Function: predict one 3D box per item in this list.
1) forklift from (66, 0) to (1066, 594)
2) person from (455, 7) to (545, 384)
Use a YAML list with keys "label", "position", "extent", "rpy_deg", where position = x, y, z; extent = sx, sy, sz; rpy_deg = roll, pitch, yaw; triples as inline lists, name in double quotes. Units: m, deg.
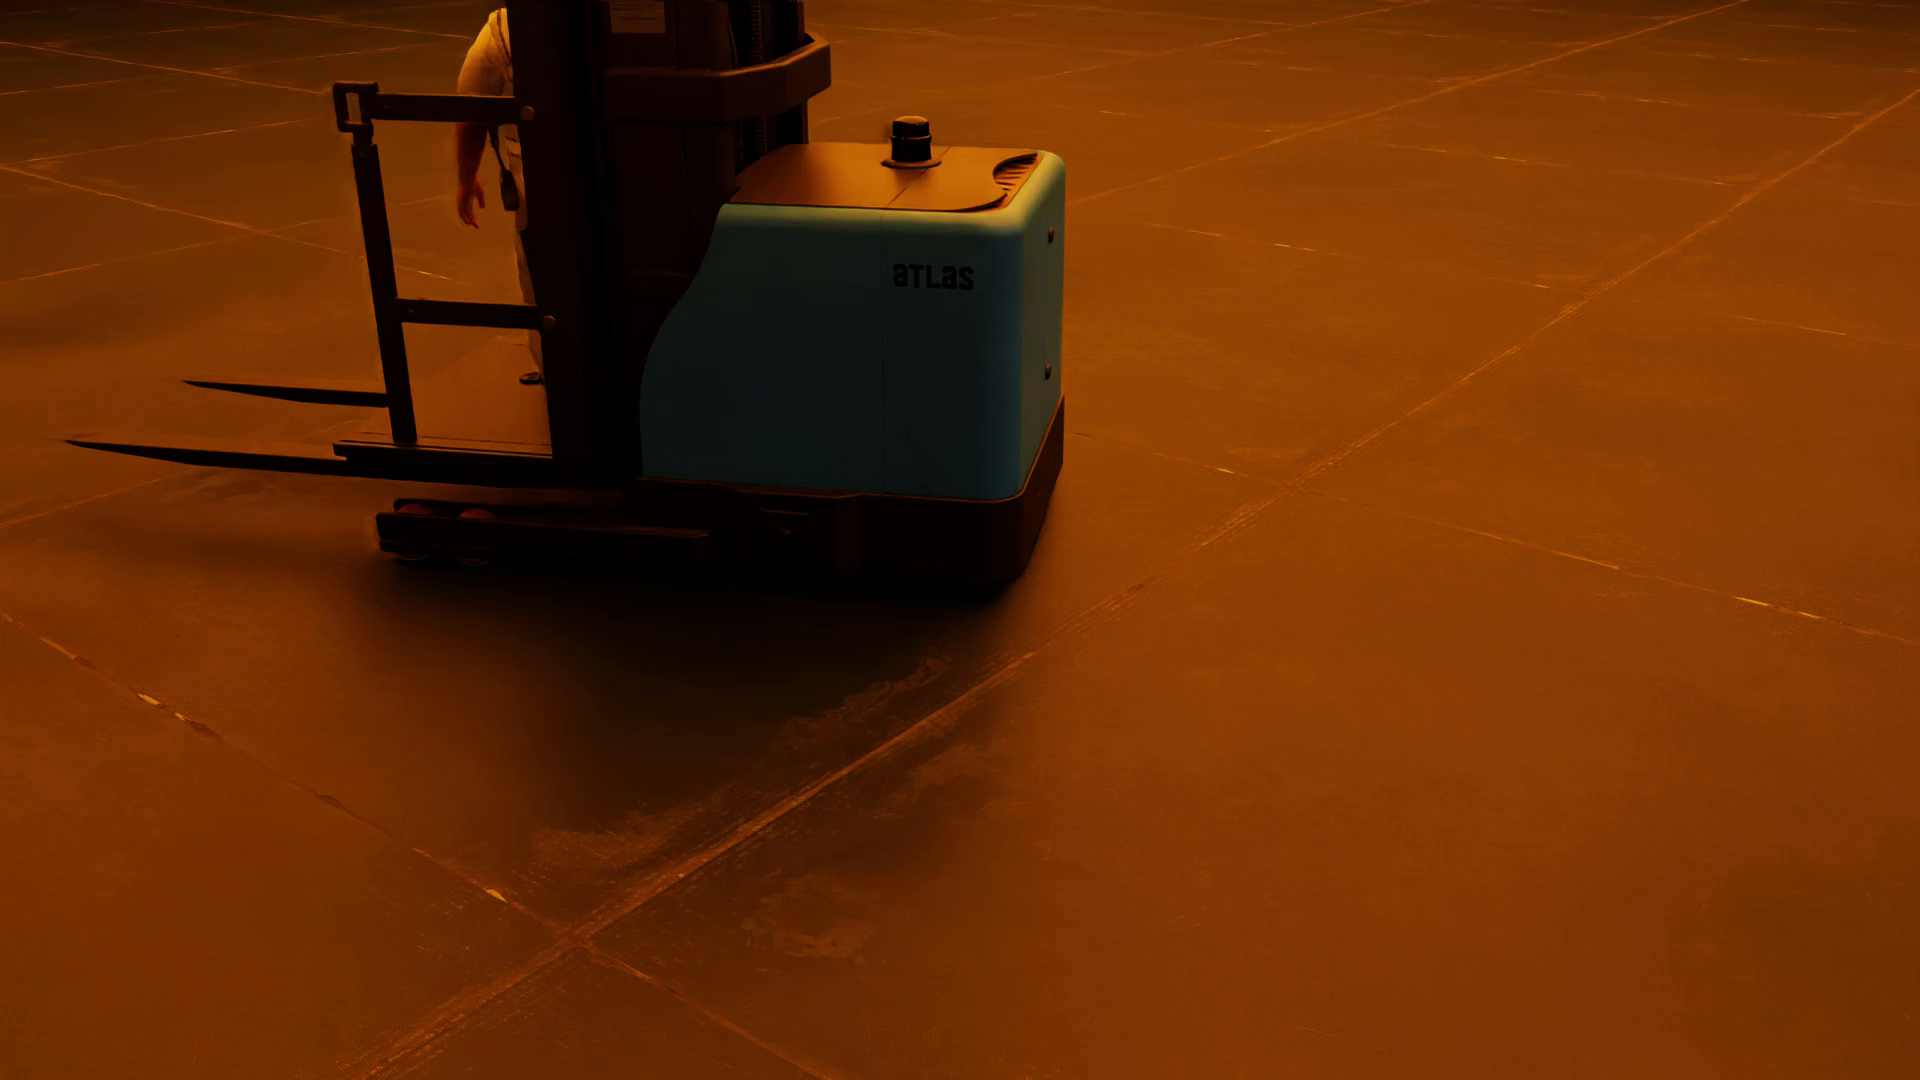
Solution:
- label: "forklift"
  position: [-1.234, -1.469, 4.718]
  extent: [3.031, 2.935, 1.130]
  rpy_deg: [4, 24, 10]
- label: "person"
  position: [-1.210, -1.099, 5.271]
  extent: [0.709, 1.691, 0.935]
  rpy_deg: [-13, 27, -27]
